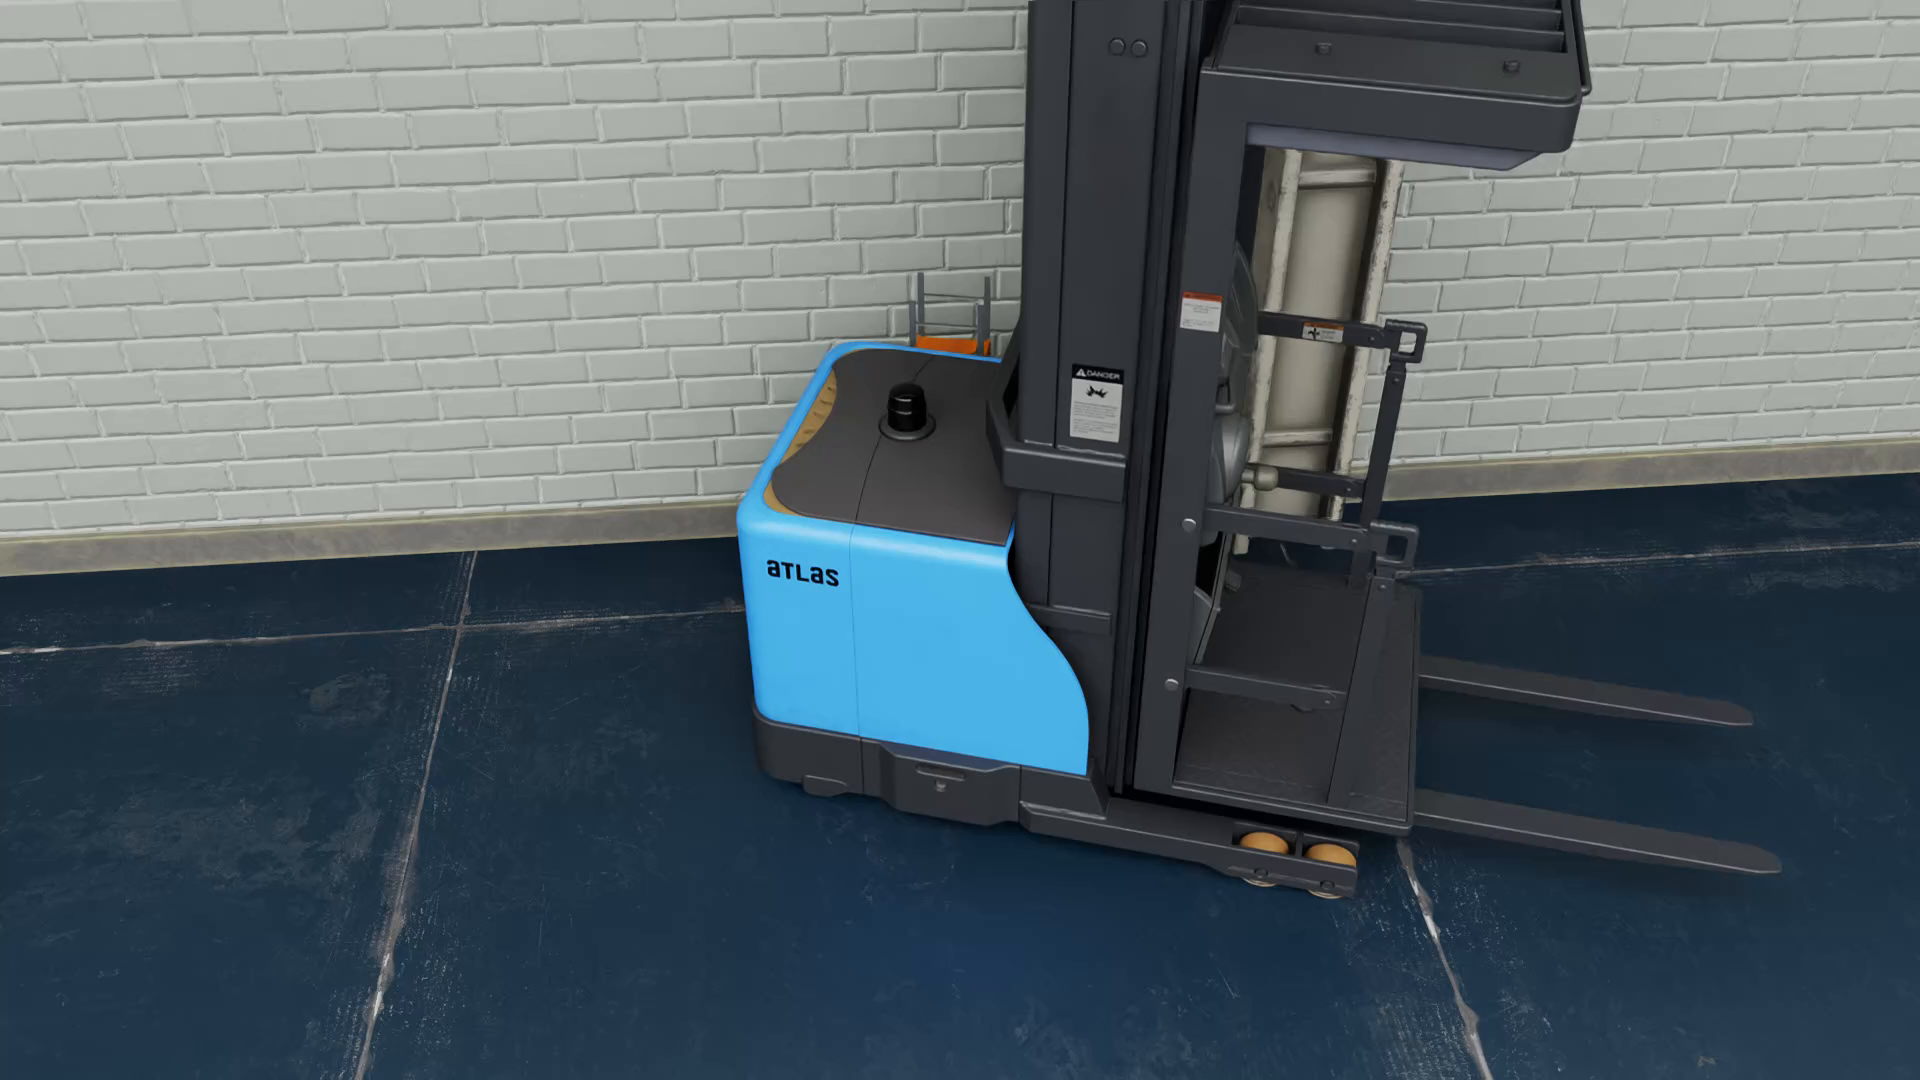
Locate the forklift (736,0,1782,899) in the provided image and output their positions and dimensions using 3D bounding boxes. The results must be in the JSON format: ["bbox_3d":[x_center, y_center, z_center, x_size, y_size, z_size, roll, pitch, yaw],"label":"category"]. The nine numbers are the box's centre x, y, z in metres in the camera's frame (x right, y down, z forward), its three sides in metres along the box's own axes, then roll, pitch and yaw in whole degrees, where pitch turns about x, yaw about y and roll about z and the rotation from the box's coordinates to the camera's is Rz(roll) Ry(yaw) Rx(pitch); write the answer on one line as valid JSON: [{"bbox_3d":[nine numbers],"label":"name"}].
[{"bbox_3d":[0.930,-0.457,4.463,3.031,2.935,1.130,9,39,11],"label":"forklift"}]

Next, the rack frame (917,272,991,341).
[{"bbox_3d":[-0.020,-0.392,5.779,0.240,1.200,0.006,5,39,6],"label":"rack frame"}]

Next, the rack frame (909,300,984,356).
[{"bbox_3d":[-0.043,-0.280,5.636,0.240,1.200,0.006,5,39,6],"label":"rack frame"}]

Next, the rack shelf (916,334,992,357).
[{"bbox_3d":[-0.032,-0.584,5.512,0.258,0.103,0.180,5,39,6],"label":"rack shelf"}]

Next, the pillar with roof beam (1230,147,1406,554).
[{"bbox_3d":[1.578,-0.929,0.163,0.400,9.000,9.100,-3,38,-4],"label":"pillar with roof beam"}]

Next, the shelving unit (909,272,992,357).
[{"bbox_3d":[-0.032,-0.336,5.707,0.258,1.200,0.189,5,39,6],"label":"shelving unit"}]
